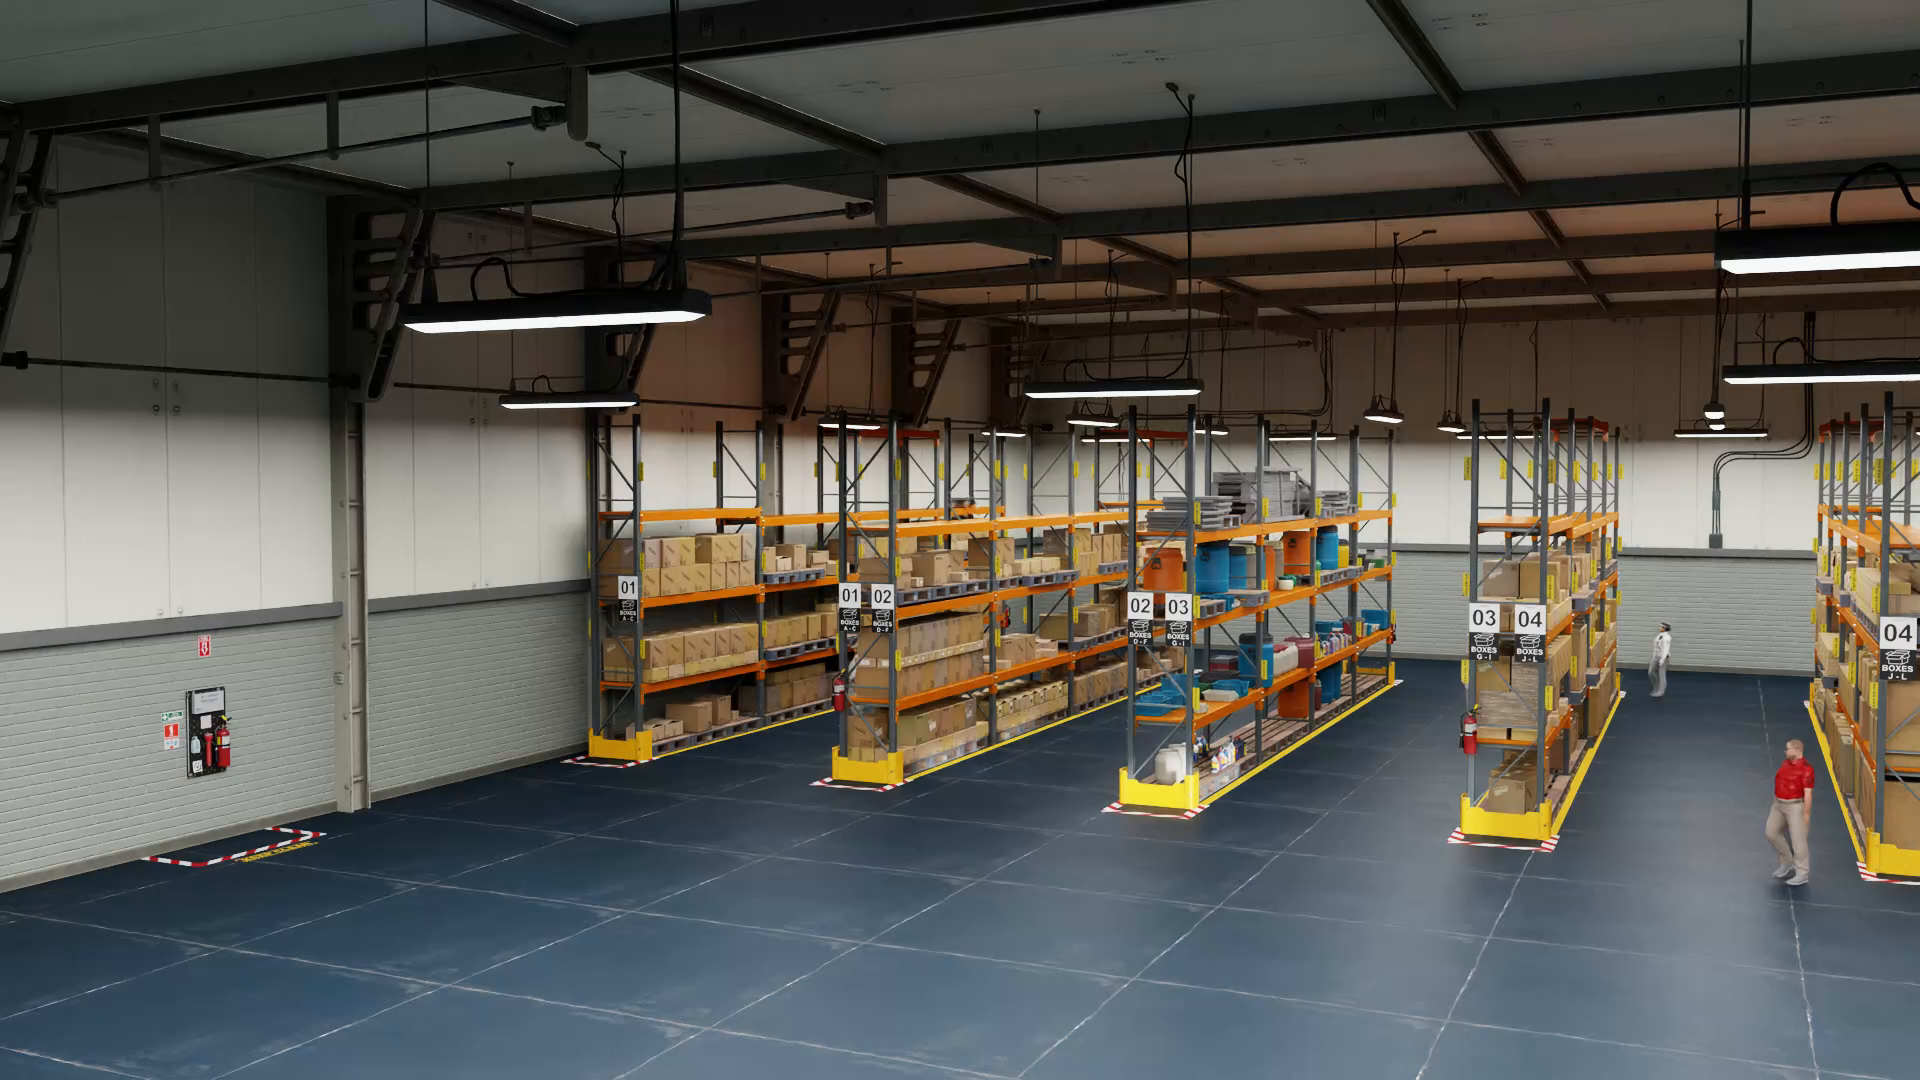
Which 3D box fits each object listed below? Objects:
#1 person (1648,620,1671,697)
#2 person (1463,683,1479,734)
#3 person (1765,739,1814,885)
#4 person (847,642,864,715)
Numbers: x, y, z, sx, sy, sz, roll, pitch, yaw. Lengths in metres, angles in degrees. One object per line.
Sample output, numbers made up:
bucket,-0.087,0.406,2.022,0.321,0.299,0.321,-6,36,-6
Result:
person,15.639,2.649,37.082,0.418,1.707,0.494,-1,2,-20
person,9.740,2.868,31.512,0.423,1.673,0.508,0,2,6
person,10.152,3.302,20.284,0.441,1.758,0.587,-1,2,-14
person,-2.008,2.847,32.537,0.400,1.709,0.546,1,2,13
